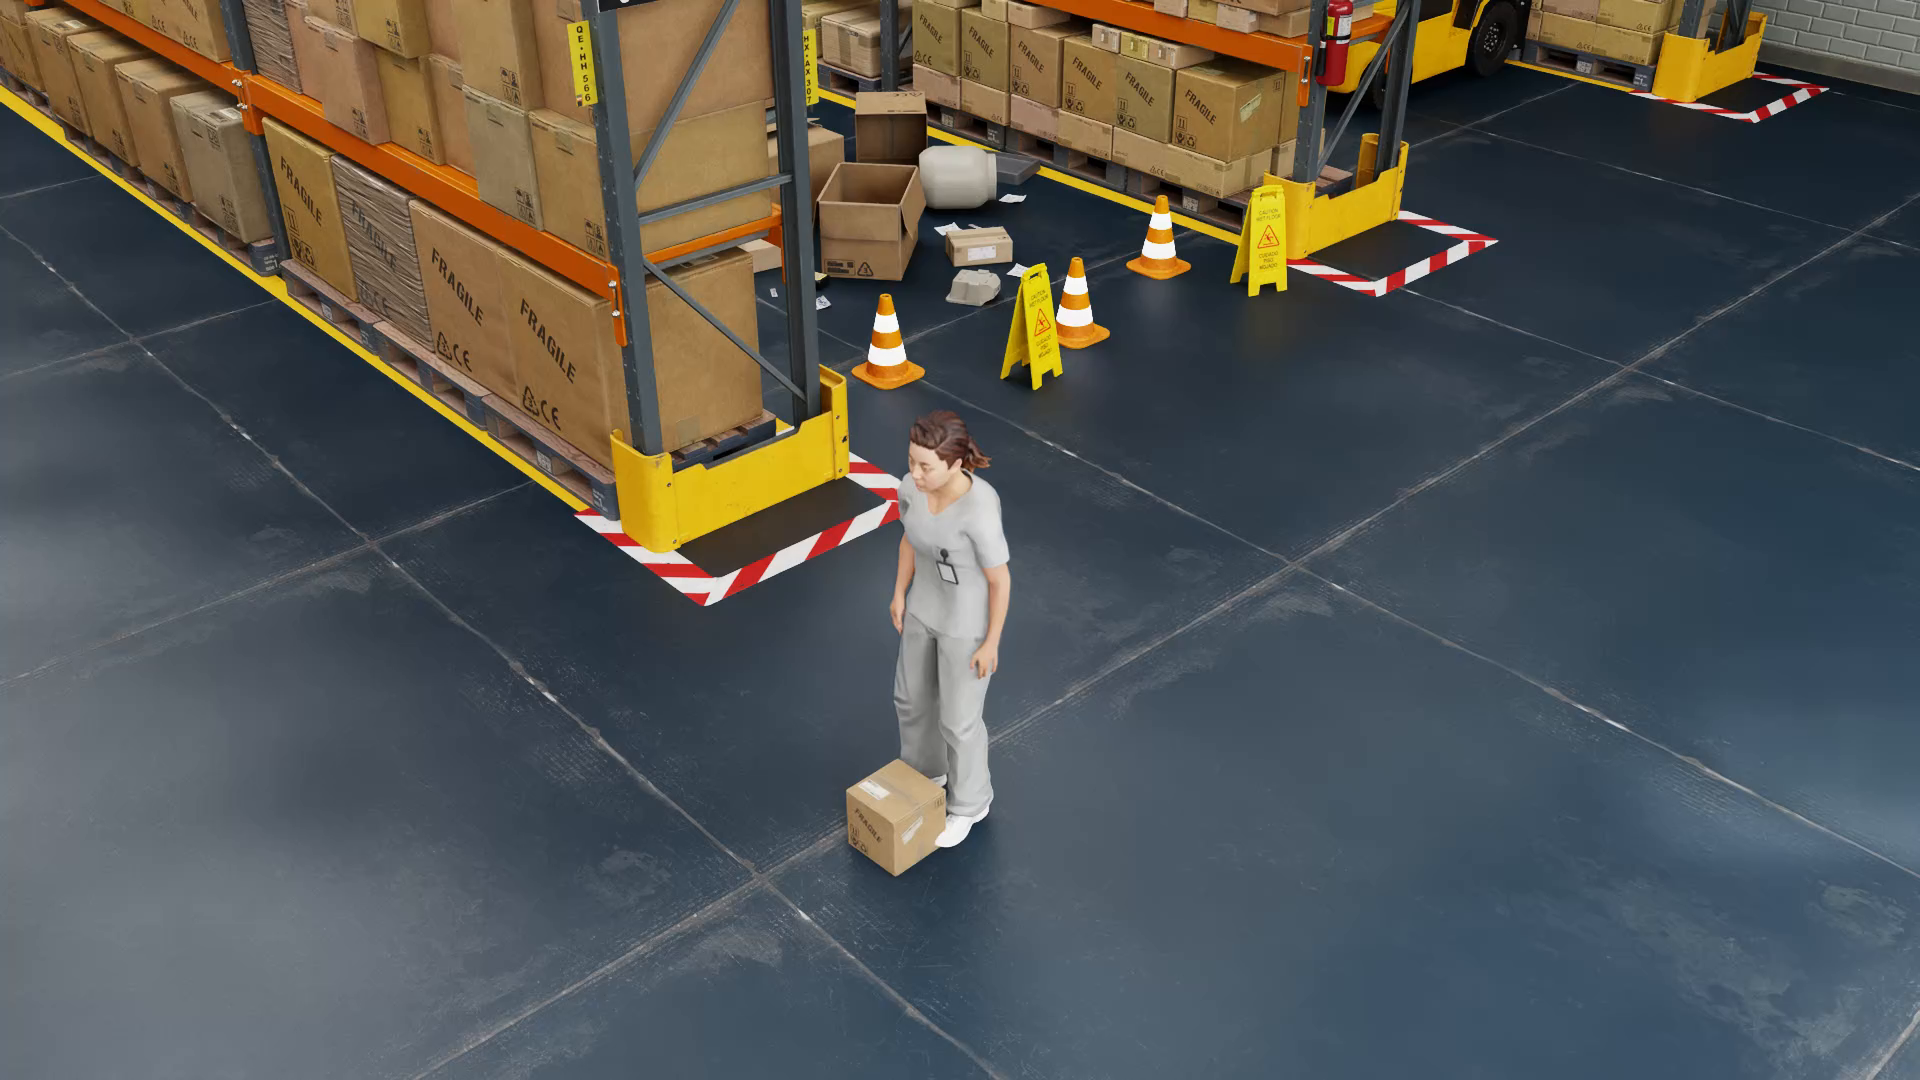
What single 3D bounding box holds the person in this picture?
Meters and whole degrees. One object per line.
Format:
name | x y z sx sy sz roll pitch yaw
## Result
person | -0.053 0.285 5.680 0.498 1.671 0.368 28 41 37
